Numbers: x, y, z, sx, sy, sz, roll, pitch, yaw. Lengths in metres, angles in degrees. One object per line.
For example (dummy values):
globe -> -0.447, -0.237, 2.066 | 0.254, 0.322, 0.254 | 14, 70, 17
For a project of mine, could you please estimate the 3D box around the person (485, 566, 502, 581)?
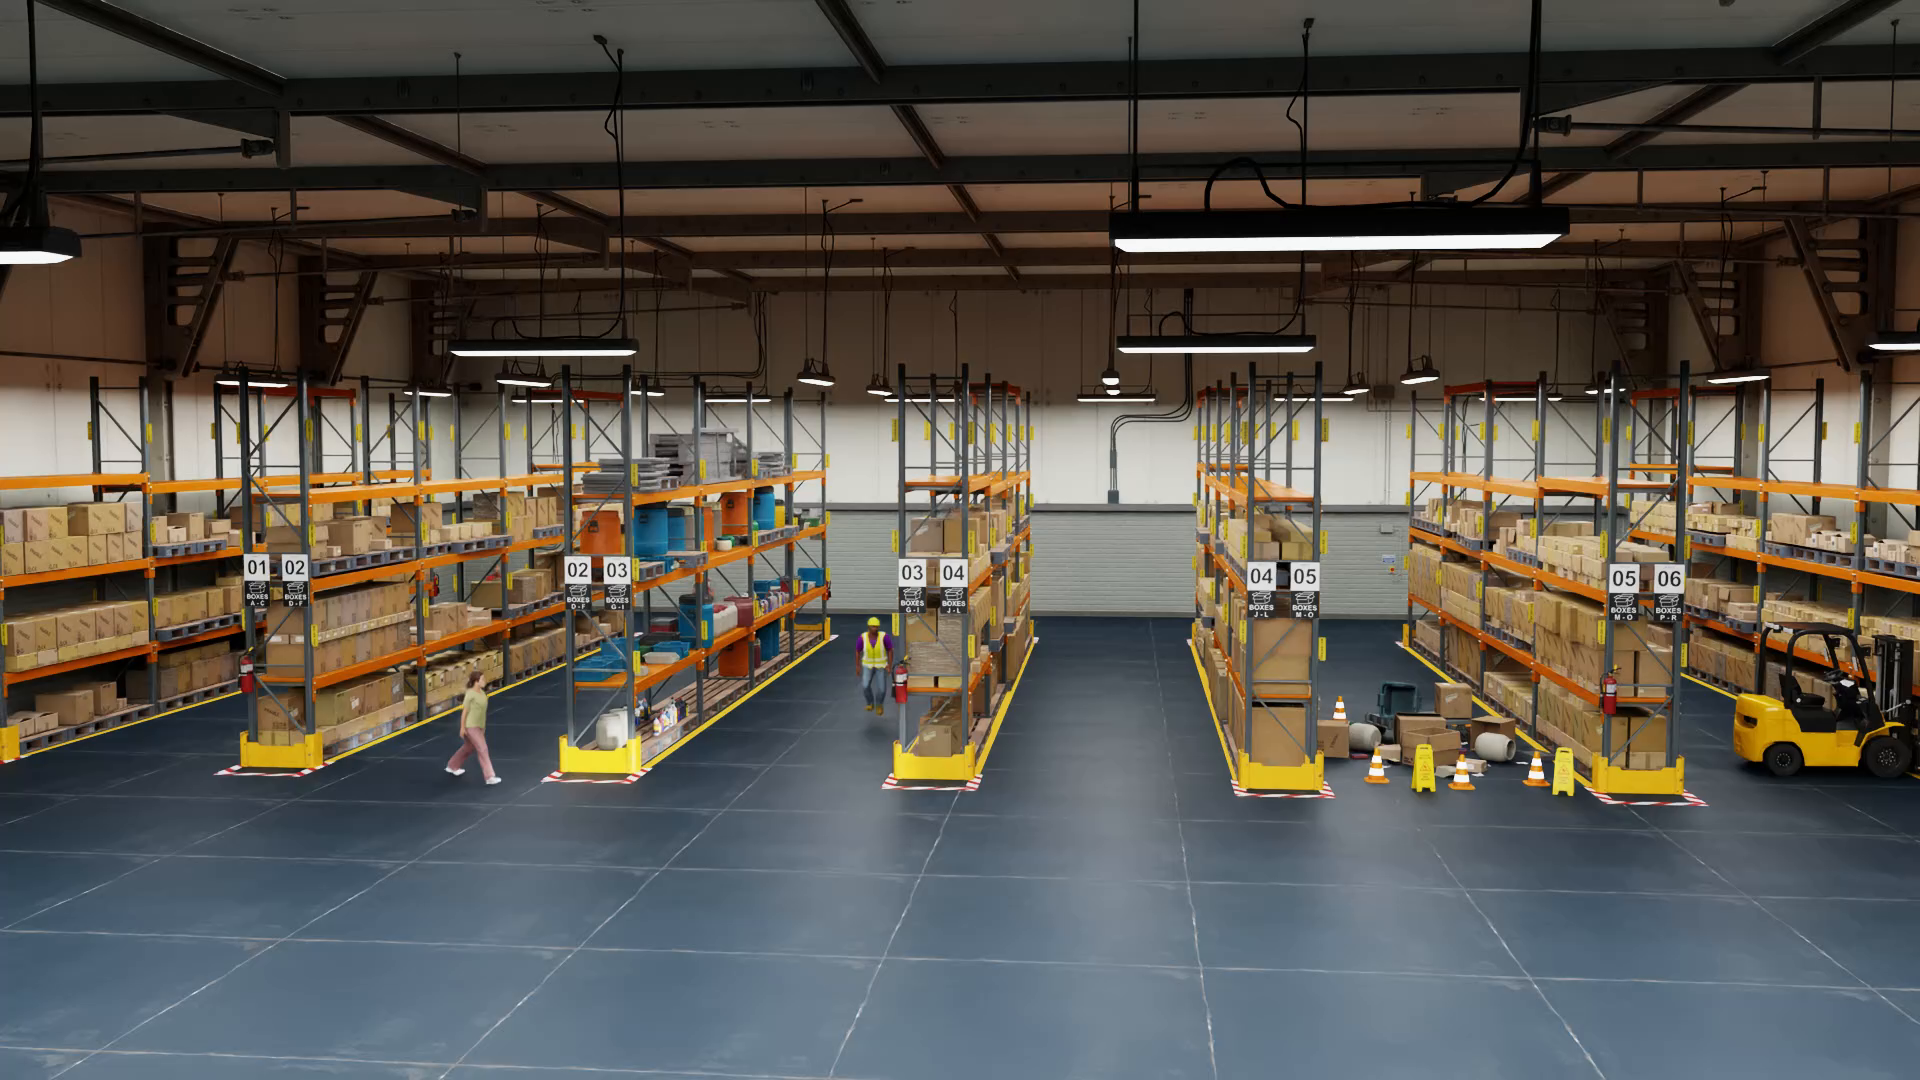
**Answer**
person -> -11.679, 1.474, 41.830 | 0.533, 1.664, 0.979 | 0, 4, 3

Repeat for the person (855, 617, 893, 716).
person -> -1.470, 2.169, 28.422 | 0.653, 1.726, 0.698 | 0, 4, -1

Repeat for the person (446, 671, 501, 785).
person -> -6.973, 2.669, 23.831 | 1.110, 1.606, 0.462 | 2, 4, 22

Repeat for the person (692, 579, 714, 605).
person -> -6.254, 1.528, 40.151 | 0.619, 1.721, 1.050 | 0, 4, 1
